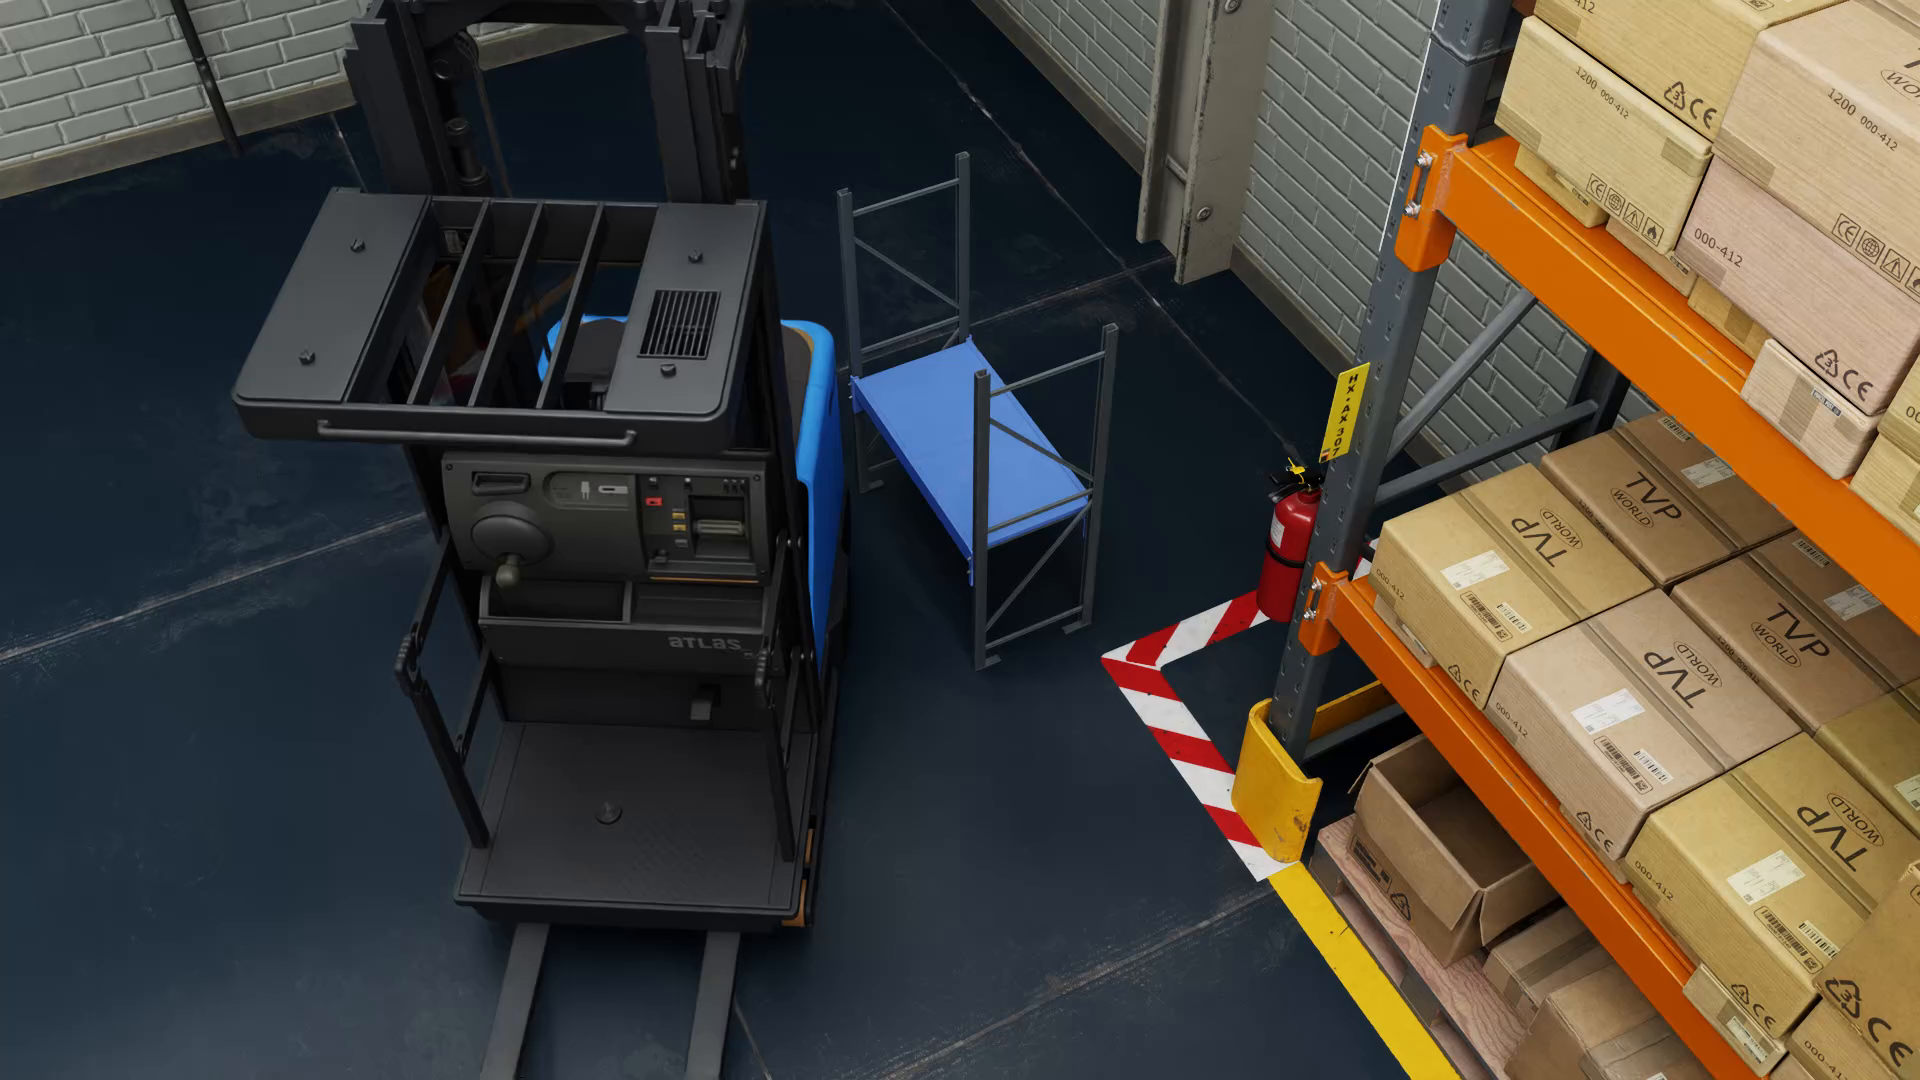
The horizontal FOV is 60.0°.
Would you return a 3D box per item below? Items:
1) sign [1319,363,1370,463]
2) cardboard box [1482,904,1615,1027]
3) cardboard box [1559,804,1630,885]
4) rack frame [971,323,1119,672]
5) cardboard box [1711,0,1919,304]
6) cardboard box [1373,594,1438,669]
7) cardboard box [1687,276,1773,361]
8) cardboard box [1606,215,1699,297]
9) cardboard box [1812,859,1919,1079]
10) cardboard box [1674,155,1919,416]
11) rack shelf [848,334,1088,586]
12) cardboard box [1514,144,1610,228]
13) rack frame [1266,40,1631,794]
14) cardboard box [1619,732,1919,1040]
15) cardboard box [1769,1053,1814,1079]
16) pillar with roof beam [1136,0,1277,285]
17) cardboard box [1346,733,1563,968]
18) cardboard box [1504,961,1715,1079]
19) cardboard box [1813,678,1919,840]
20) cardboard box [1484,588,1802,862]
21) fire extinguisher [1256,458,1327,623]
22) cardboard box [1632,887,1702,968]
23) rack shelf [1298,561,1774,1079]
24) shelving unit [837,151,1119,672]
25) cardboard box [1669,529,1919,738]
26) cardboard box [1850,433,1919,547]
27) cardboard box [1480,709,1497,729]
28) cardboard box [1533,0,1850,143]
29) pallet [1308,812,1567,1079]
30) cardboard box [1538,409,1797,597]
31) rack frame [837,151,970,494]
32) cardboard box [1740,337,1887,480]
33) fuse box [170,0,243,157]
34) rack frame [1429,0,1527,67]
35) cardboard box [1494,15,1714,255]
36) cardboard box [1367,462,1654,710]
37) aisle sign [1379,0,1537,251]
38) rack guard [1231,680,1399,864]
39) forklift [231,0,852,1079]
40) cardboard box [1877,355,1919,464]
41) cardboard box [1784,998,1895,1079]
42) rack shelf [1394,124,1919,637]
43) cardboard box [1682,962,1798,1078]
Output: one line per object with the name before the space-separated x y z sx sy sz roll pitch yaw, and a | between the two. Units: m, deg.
sign | 1.010 -0.331 4.364 0.100 0.325 0.005 -21 52 -18
cardboard box | 1.848 1.307 5.122 0.380 0.149 0.250 -23 53 -19
cardboard box | 1.769 0.673 4.228 0.380 0.149 0.250 -20 52 -16
rack frame | 0.272 -0.096 5.731 0.500 1.500 0.032 -21 52 -18
cardboard box | 1.688 -0.703 2.842 0.500 0.250 0.500 -22 52 -18
cardboard box | 1.399 0.164 4.673 0.380 0.149 0.250 -22 52 -18
cardboard box | 1.677 -0.500 3.262 0.380 0.149 0.250 -21 52 -17
cardboard box | 1.575 -0.678 3.417 0.380 0.149 0.250 -20 52 -17
cardboard box | 2.147 0.872 3.291 0.500 0.500 0.500 -20 52 -17
cardboard box | 1.704 -0.545 3.036 0.500 0.250 0.500 -20 52 -17
rack shelf | 0.039 -0.318 6.164 0.538 0.185 1.000 -21 52 -18
cardboard box | 1.432 -0.844 3.563 0.380 0.149 0.250 -20 52 -17
rack frame | 1.493 -0.233 4.854 1.000 3.000 0.127 -21 52 -18
cardboard box | 1.926 0.790 3.861 0.500 0.250 0.500 -22 52 -18
cardboard box | 2.083 1.213 3.756 0.380 0.149 0.250 -20 52 -17
pillar with roof beam | -2.768 -2.840 3.148 9.100 9.000 0.400 -21 52 -18
cardboard box | 1.688 0.893 5.249 0.797 0.503 0.637 -23 53 -19
cardboard box | 2.045 1.479 4.738 0.700 0.500 0.500 -19 52 -16
cardboard box | 2.396 0.613 4.015 0.500 0.250 0.500 -20 52 -16
cardboard box | 1.692 0.452 4.156 0.500 0.250 0.500 -21 52 -17
fire extinguisher | 1.014 -0.024 4.970 0.296 0.674 0.183 -21 52 -18
cardboard box | 1.895 0.848 4.075 0.380 0.149 0.250 -20 52 -17
rack shelf | 2.408 1.342 3.954 1.077 0.370 4.000 -21 52 -18
shelving unit | 0.039 -0.437 6.028 0.538 1.500 1.048 -21 52 -18
cardboard box | 2.174 0.280 4.307 0.500 0.250 0.500 -21 52 -17
cardboard box | 1.826 -0.125 2.934 0.380 0.149 0.250 -21 52 -18
cardboard box | 1.557 0.318 4.538 0.380 0.149 0.250 -20 52 -17
cardboard box | 1.472 -1.050 3.146 0.500 0.250 0.500 -22 52 -18
pallet | 1.893 1.269 5.393 1.003 0.211 1.213 -21 52 -18
cardboard box | 1.939 -0.065 4.609 0.500 0.250 0.500 -20 52 -16
rack frame | -0.194 -0.777 6.326 0.500 1.500 0.032 -21 52 -18
cardboard box | 1.700 -0.298 3.085 0.380 0.149 0.250 -20 52 -17
fuse box | -3.586 -2.488 7.682 0.539 1.711 0.414 -21 52 -18
rack frame | 1.493 -2.208 2.596 1.000 3.000 0.127 -21 52 -18
cardboard box | 1.453 -0.878 3.327 0.500 0.250 0.500 -22 52 -18
cardboard box | 1.461 0.115 4.451 0.500 0.250 0.500 -21 52 -17
aisle sign | 1.200 -1.033 3.827 0.394 0.787 0.004 -21 52 -18
rack guard | 1.527 0.641 5.750 1.175 0.500 0.348 -21 52 -18
forklift | -1.025 0.055 4.647 1.130 2.935 3.031 2 49 2
cardboard box | 1.927 -0.198 2.732 0.500 0.250 0.500 -23 53 -19
cardboard box | 2.179 1.125 3.568 0.500 0.250 0.500 -22 53 -18
rack shelf | 2.408 0.355 2.825 1.077 0.370 4.000 -21 52 -18
cardboard box | 1.944 1.043 3.904 0.380 0.149 0.250 -23 53 -19
